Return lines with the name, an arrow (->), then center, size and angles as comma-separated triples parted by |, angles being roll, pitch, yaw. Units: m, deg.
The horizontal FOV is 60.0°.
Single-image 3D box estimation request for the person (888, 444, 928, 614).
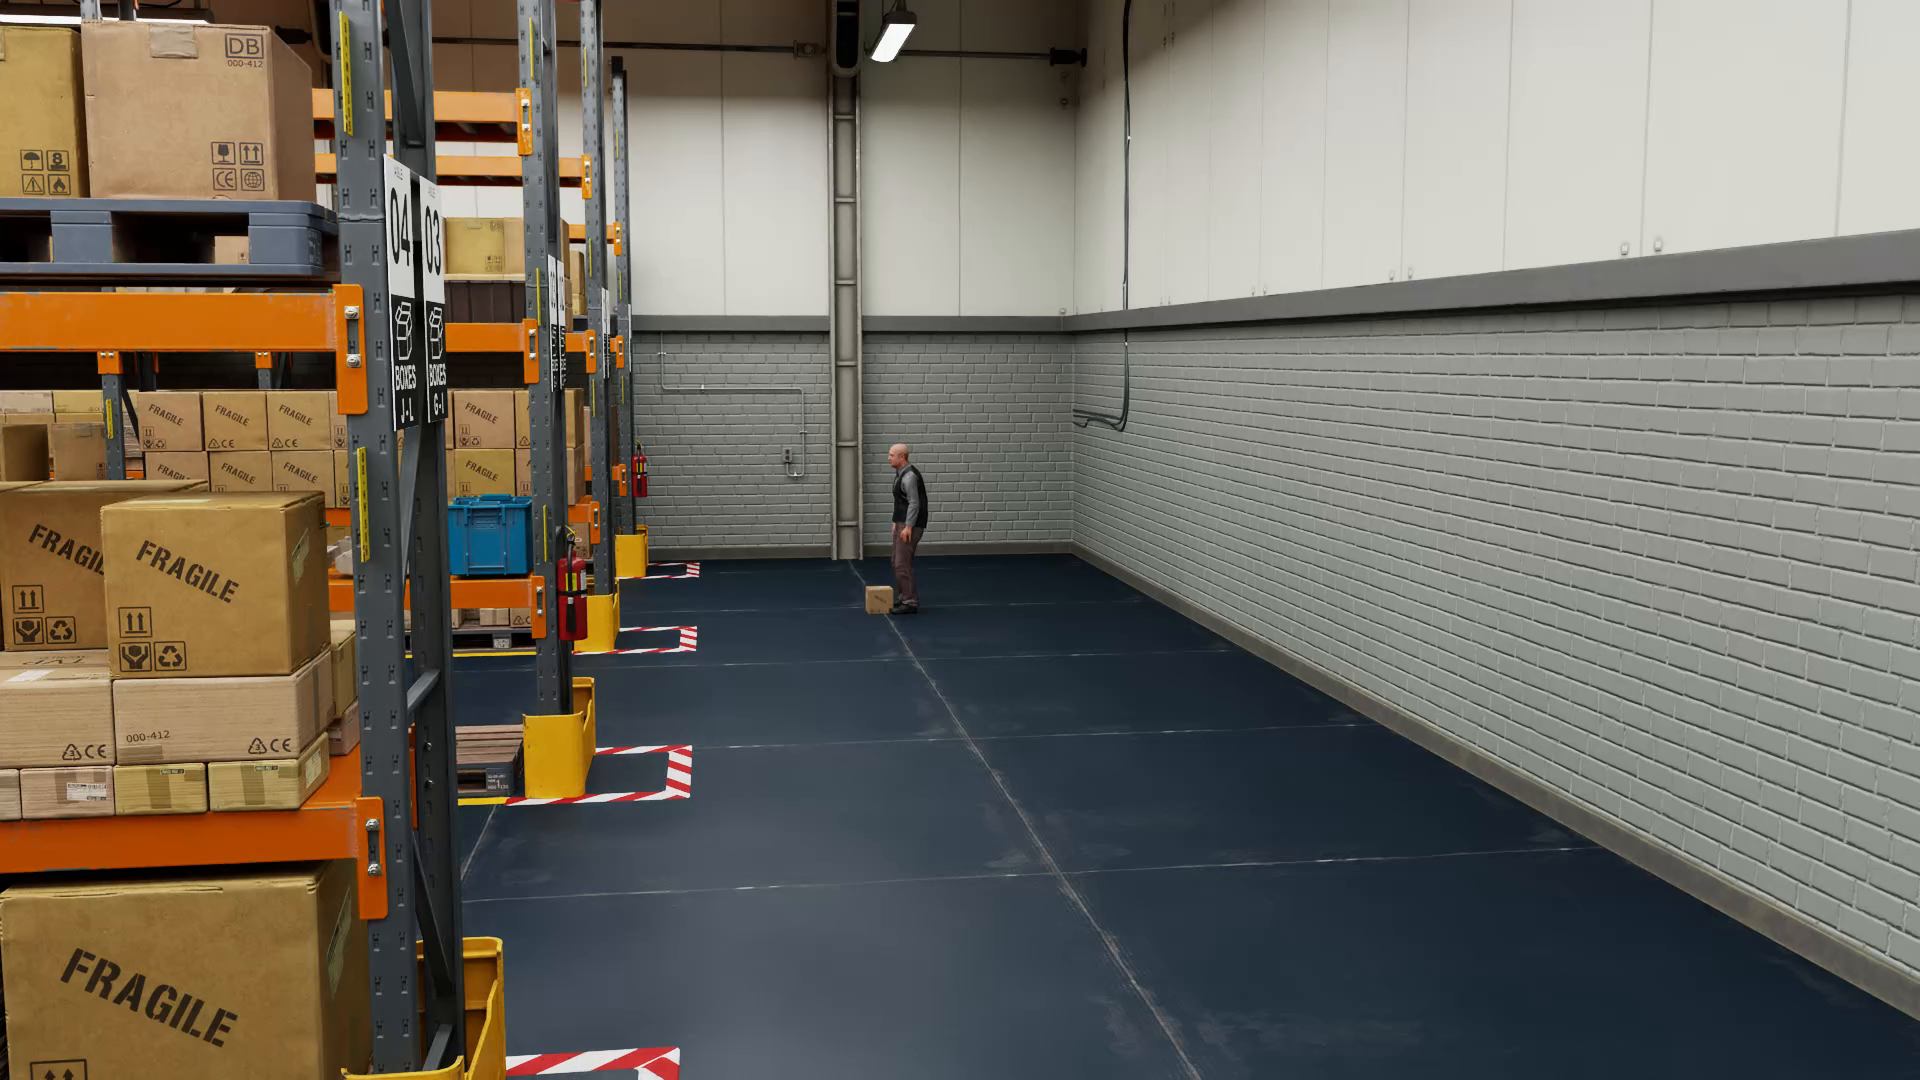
person -> -0.541, -0.124, 16.928 | 0.424, 1.719, 0.583 | -1, 7, -12
